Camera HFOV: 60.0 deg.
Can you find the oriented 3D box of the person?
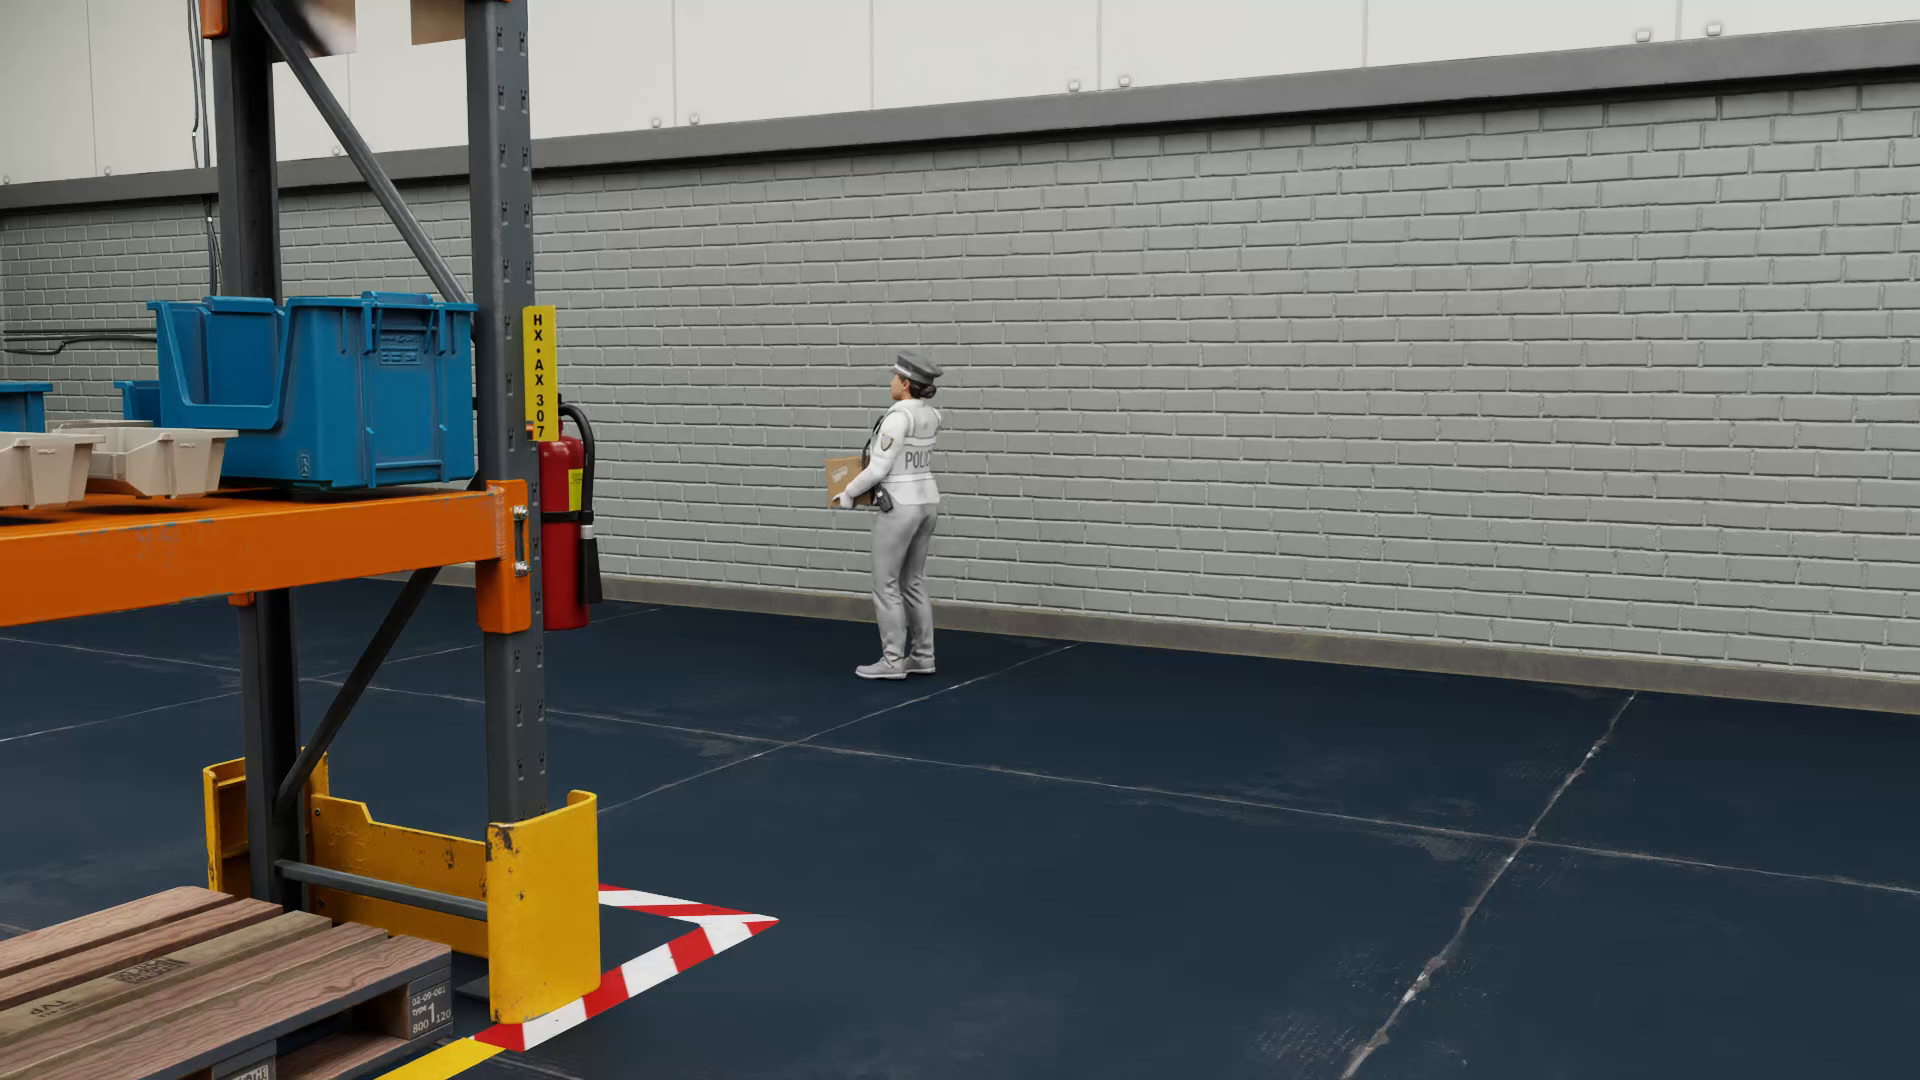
[{"bbox_3d":[-0.344,-0.135,8.518,0.564,1.686,0.460,3,7,29],"label":"person"}]
